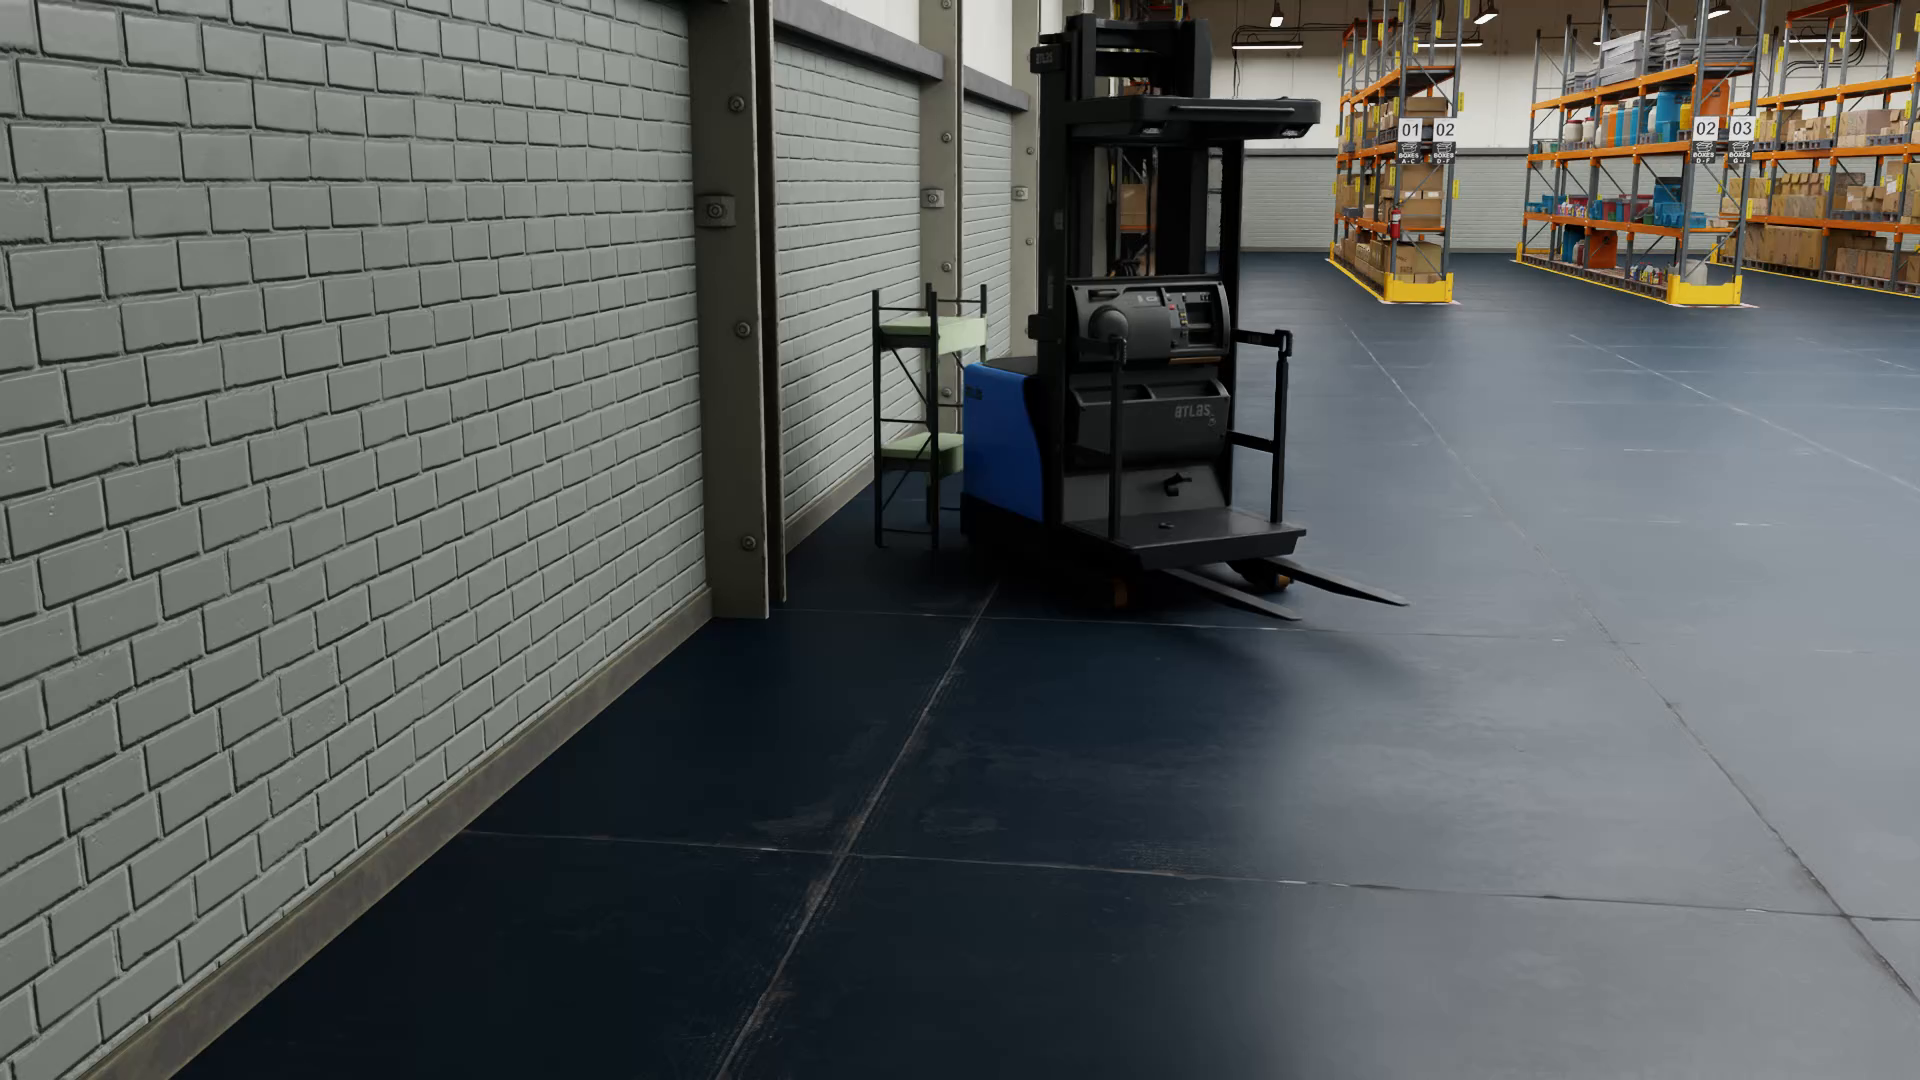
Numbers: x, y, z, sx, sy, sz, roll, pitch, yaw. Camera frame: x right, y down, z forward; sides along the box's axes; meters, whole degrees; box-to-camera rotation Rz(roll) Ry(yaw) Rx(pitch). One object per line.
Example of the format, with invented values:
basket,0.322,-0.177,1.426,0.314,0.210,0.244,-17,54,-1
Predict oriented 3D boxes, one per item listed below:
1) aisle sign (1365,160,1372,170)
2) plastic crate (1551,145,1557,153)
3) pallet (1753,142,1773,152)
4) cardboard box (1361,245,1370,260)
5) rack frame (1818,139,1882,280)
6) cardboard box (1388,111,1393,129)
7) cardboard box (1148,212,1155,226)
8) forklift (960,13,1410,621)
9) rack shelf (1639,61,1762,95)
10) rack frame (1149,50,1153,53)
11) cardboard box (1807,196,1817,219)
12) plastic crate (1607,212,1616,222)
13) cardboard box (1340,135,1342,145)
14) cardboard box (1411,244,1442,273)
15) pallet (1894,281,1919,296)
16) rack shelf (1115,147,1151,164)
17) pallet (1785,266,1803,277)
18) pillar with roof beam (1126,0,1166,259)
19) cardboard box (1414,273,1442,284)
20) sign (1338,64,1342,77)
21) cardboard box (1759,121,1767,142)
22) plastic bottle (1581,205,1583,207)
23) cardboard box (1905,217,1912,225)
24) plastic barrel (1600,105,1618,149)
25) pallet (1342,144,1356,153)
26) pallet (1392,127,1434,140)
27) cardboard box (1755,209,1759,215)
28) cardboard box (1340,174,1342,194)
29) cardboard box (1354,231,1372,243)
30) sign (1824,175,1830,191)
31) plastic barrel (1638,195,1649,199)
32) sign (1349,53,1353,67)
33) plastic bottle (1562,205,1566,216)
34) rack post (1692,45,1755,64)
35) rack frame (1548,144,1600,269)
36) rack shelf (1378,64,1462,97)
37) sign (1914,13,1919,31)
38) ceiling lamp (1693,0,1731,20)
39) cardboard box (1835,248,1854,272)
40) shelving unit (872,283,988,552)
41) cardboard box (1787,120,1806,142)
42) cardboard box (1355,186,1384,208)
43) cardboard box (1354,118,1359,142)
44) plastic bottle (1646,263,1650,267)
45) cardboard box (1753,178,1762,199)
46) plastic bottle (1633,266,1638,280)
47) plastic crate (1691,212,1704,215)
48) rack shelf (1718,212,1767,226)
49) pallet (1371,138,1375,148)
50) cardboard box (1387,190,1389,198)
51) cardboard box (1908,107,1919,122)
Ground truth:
aisle sign,11.031,-10.392,44.923,0.394,0.787,0.004,2,12,9
plastic crate,14.763,-9.584,40.725,0.450,0.188,0.662,2,12,9
pallet,20.216,-9.809,41.477,1.003,0.211,1.213,2,12,9
cardboard box,8.885,-6.164,35.676,0.500,0.311,0.500,2,12,8
rack frame,19.275,-7.130,35.956,1.000,3.000,0.127,2,12,9
cardboard box,8.259,-7.847,31.045,0.500,0.311,0.500,3,13,15
cardboard box,3.750,-5.974,30.900,0.500,0.250,0.500,2,12,7
forklift,1.099,-1.182,8.521,1.130,2.935,3.031,-6,13,-25
rack shelf,13.458,-8.427,30.391,1.077,0.370,4.000,2,12,9
rack frame,5.207,-11.376,41.422,1.000,3.000,0.127,2,12,9
cardboard box,19.188,-7.393,36.940,0.500,0.500,0.500,2,12,8
plastic crate,13.755,-6.726,34.584,0.450,0.188,0.662,2,12,9
cardboard box,10.297,-10.552,43.885,0.500,0.250,0.500,2,12,9
cardboard box,8.634,-5.222,30.856,0.500,0.500,0.500,2,12,9
pallet,18.591,-4.793,31.732,1.003,0.211,1.213,2,12,9
rack shelf,3.669,-7.477,32.155,1.077,0.370,4.000,2,12,9
pallet,19.661,-6.181,38.175,1.003,0.211,1.213,2,12,9
pillar with roof beam,8.714,-11.411,41.581,9.100,9.000,0.548,2,12,9
cardboard box,8.559,-4.752,30.452,0.500,0.250,0.500,2,12,9
sign,10.181,-12.562,44.519,0.100,0.325,0.005,2,12,9
cardboard box,20.038,-10.008,40.722,0.700,0.500,0.500,3,12,12
plastic bottle,14.368,-7.603,38.429,0.061,0.283,0.133,2,12,9
cardboard box,18.278,-6.088,31.717,0.380,0.149,0.250,2,12,9
plastic barrel,14.040,-8.838,35.571,0.600,0.901,0.600,0,12,0
pallet,9.933,-9.525,40.397,1.213,0.211,1.003,2,12,9
pallet,8.391,-7.356,30.094,1.003,0.211,1.213,2,12,9
cardboard box,19.692,-8.021,40.687,0.380,0.149,0.250,2,12,8
cardboard box,10.157,-9.252,43.192,0.500,0.500,0.500,2,12,8
cardboard box,9.403,-7.025,38.581,0.500,0.250,0.500,2,12,11
sign,18.726,-7.713,35.914,0.100,0.325,0.005,2,12,9
plastic barrel,14.242,-6.869,34.423,0.433,0.535,0.433,0,12,0
sign,9.569,-11.733,40.673,0.100,0.325,0.005,2,12,9
plastic bottle,14.447,-7.876,39.727,0.097,0.271,0.097,0,12,0
rack post,13.392,-8.466,29.105,0.937,0.300,0.954,3,13,15
rack frame,14.996,-8.123,40.565,1.000,3.000,0.127,2,12,9
rack shelf,8.564,-8.588,31.139,1.077,0.370,4.000,2,12,9
sign,18.110,-9.780,31.423,0.100,0.325,0.005,2,12,9
ceiling lamp,17.633,-13.645,38.091,0.800,3.185,2.000,2,12,9
cardboard box,19.192,-5.983,35.523,0.700,0.500,0.500,1,12,6
shelving unit,-0.168,-0.752,9.919,0.431,1.500,0.755,5,13,23
cardboard box,19.811,-9.562,38.887,0.700,0.500,0.500,2,12,10
cardboard box,9.472,-7.840,38.020,0.700,0.500,0.500,-2,12,-10
cardboard box,9.952,-9.951,40.456,0.600,0.600,0.600,1,12,3
plastic bottle,13.374,-5.218,32.331,0.144,0.351,0.185,2,12,9
cardboard box,19.778,-8.610,40.693,0.500,0.500,0.500,2,12,9
plastic bottle,13.261,-5.221,32.519,0.152,0.276,0.135,2,12,11
plastic crate,13.864,-6.146,31.743,0.499,0.251,0.616,2,12,9
rack shelf,20.198,-8.027,41.828,1.077,0.370,4.000,2,12,9
pallet,9.302,-8.448,35.403,1.003,0.211,1.213,2,12,11
cardboard box,8.445,-6.667,32.031,0.380,0.149,0.250,2,12,7
cardboard box,18.830,-8.114,32.160,0.797,0.503,0.637,1,12,6
